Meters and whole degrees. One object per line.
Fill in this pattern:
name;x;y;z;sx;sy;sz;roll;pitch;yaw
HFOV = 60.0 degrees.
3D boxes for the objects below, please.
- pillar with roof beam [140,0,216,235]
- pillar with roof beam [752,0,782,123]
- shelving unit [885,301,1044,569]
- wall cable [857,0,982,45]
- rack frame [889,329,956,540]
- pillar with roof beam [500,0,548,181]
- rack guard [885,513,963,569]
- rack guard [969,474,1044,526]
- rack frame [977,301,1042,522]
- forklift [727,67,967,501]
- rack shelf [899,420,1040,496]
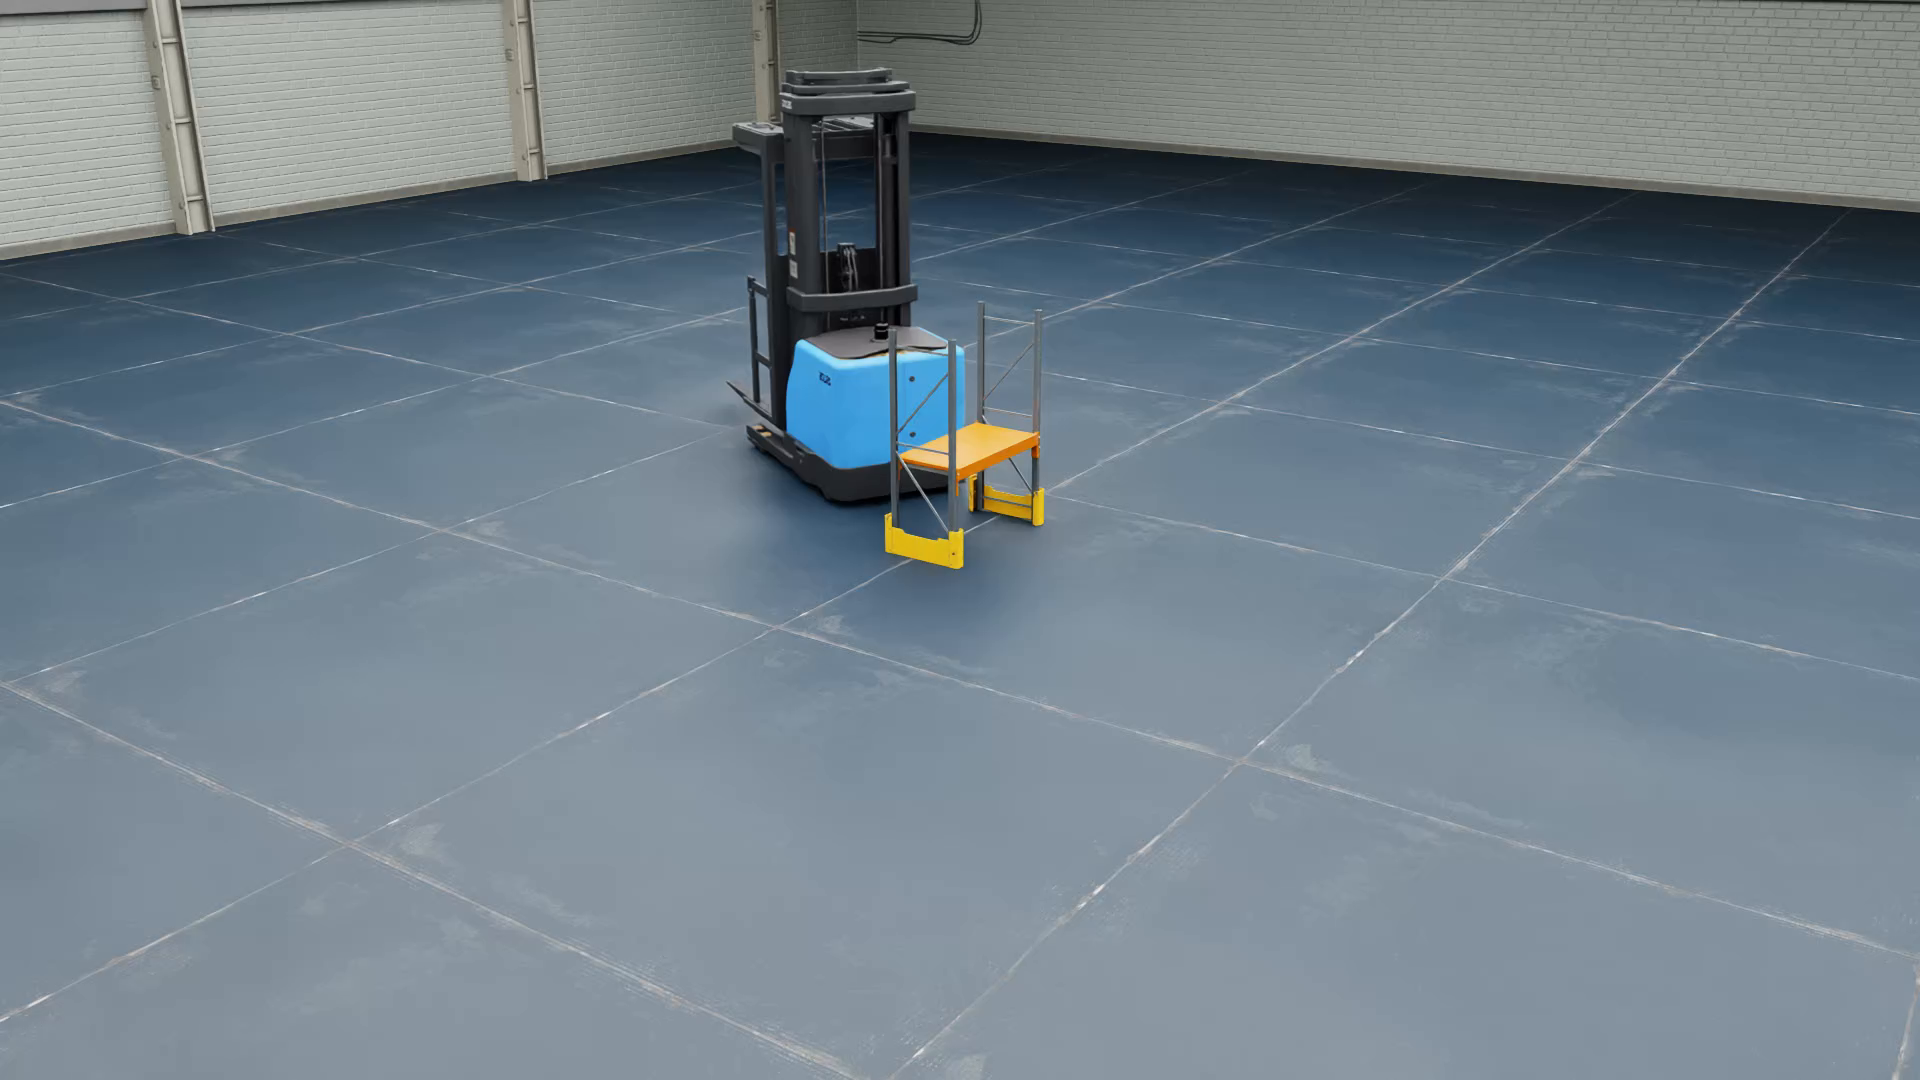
pillar with roof beam;-6.819;-7.569;18.756;9.100;9.000;0.400;13;24;32
pillar with roof beam;-0.074;-11.012;28.064;9.100;9.000;0.400;13;24;32
shelving unit;0.043;-0.725;11.064;0.587;1.500;1.083;13;24;32
wall cable;-0.884;-10.982;32.460;3.097;2.526;0.112;13;24;32
rack frame;-0.238;-0.582;10.677;0.500;1.500;0.032;13;24;32
pillar with roof beam;-3.446;-9.290;23.410;9.100;9.000;0.400;13;24;32
rack guard;-0.237;0.004;10.894;0.587;0.250;0.087;13;24;32
rack guard;0.323;-0.282;11.667;0.587;0.250;0.087;13;24;32
rack frame;0.334;-0.874;11.465;0.500;1.500;0.032;13;24;32
forklift;-1.049;-2.122;12.778;1.130;2.935;3.031;-10;22;-24
rack shelf;0.048;-0.559;11.133;0.538;0.185;1.000;13;24;32
